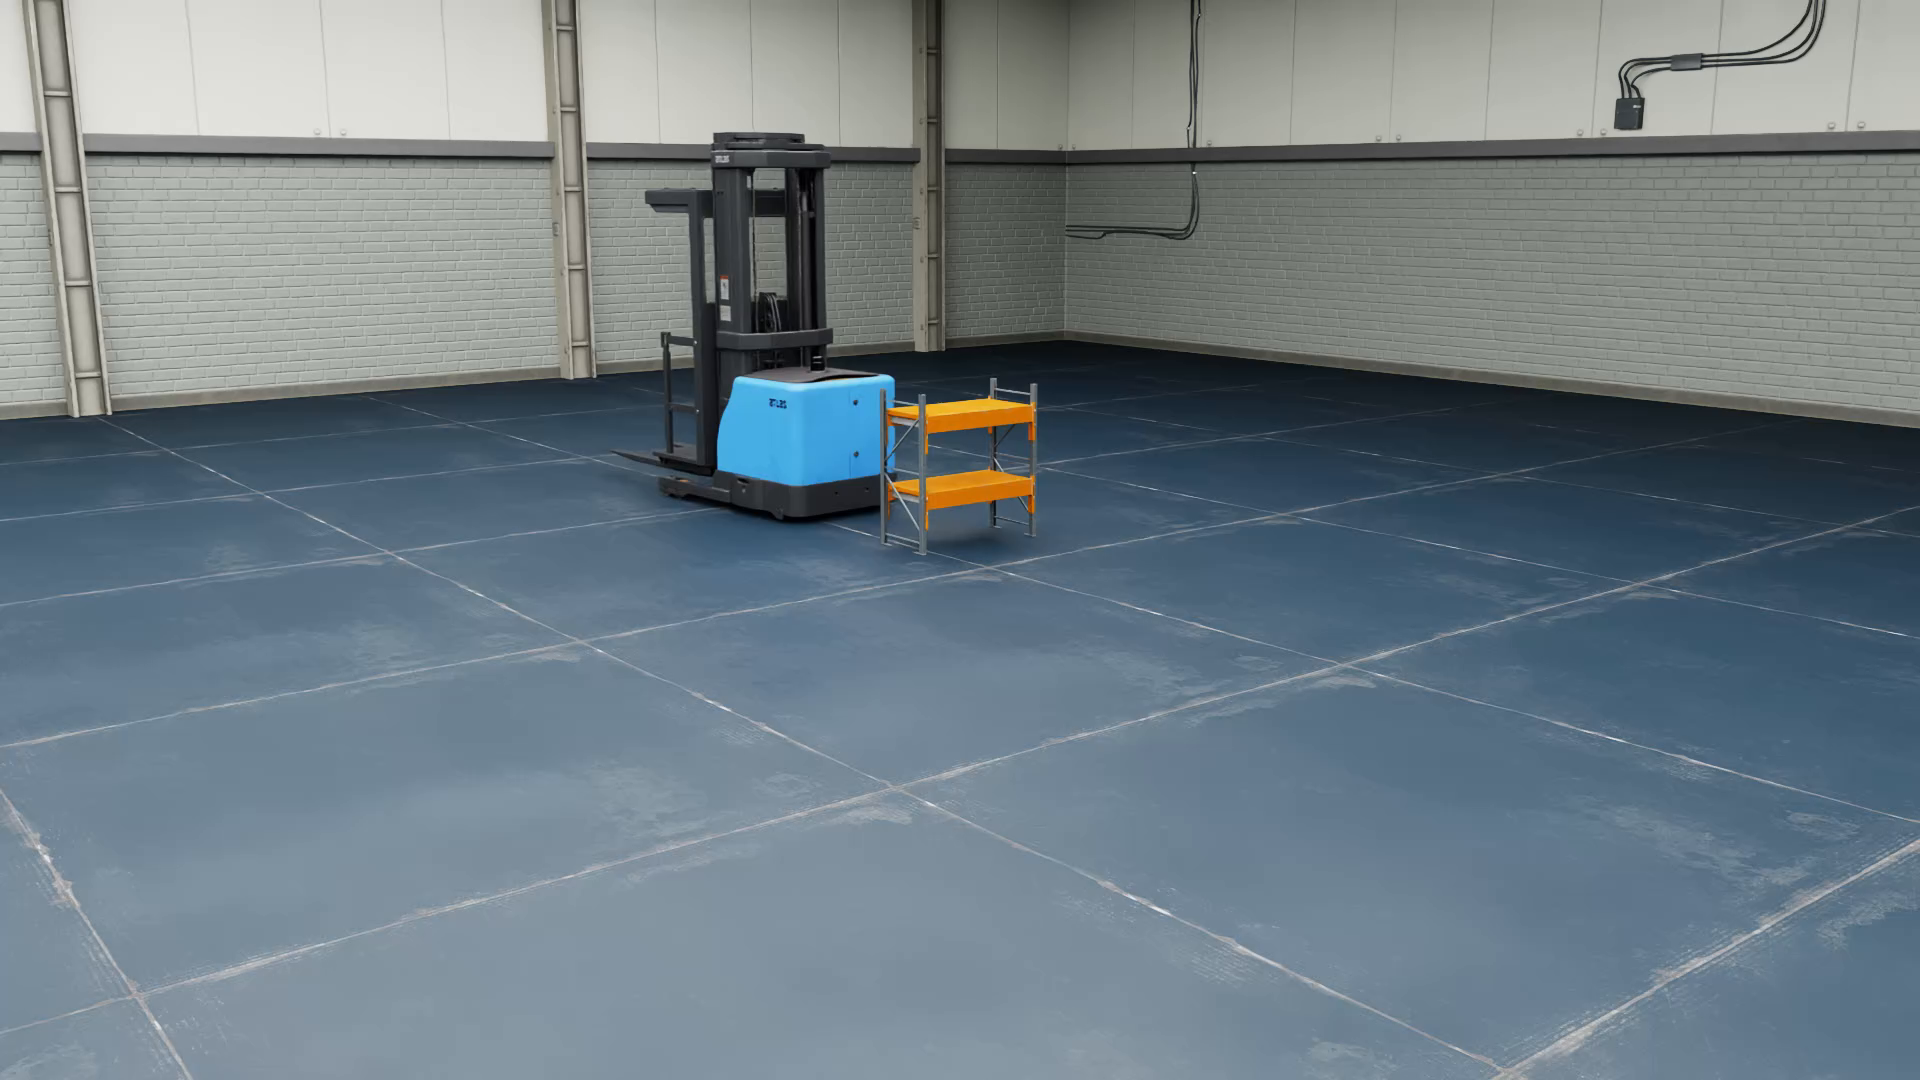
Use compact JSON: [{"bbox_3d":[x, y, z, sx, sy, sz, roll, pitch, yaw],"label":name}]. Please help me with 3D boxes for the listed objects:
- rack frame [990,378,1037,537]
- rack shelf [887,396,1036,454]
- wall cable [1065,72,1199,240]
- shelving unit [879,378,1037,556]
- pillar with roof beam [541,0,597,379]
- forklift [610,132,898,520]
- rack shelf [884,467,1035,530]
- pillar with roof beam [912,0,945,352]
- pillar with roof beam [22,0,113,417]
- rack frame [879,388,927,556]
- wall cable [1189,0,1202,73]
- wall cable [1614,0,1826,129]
[{"bbox_3d":[0.392,-0.615,12.318,0.032,1.125,0.500,-9,15,-38],"label":"rack frame"},{"bbox_3d":[-0.005,-0.836,11.947,1.000,0.278,0.538,-9,15,-38],"label":"rack shelf"},{"bbox_3d":[2.648,-6.031,26.340,0.112,2.526,3.097,-9,15,-38],"label":"wall cable"},{"bbox_3d":[-0.005,-0.549,12.008,1.048,1.125,0.538,-9,15,-38],"label":"shelving unit"},{"bbox_3d":[-2.474,-5.905,18.273,0.400,9.000,9.100,-9,15,-38],"label":"pillar with roof beam"},{"bbox_3d":[-1.861,-1.832,13.700,1.130,2.935,3.031,-11,16,-41],"label":"forklift"},{"bbox_3d":[-0.005,-0.310,12.059,1.000,0.278,0.538,-9,15,-38],"label":"rack shelf"},{"bbox_3d":[2.211,-6.684,21.939,0.400,9.000,9.100,-9,15,-38],"label":"pillar with roof beam"},{"bbox_3d":[-7.159,-5.126,14.606,0.400,9.000,9.100,-9,15,-38],"label":"pillar with roof beam"},{"bbox_3d":[-0.402,-0.483,11.697,0.032,1.125,0.500,-9,15,-38],"label":"rack frame"},{"bbox_3d":[4.338,-8.062,23.749,0.112,2.526,3.097,-9,15,-38],"label":"wall cable"},{"bbox_3d":[8.566,-7.671,18.403,0.169,6.003,2.305,-9,15,-38],"label":"wall cable"}]
